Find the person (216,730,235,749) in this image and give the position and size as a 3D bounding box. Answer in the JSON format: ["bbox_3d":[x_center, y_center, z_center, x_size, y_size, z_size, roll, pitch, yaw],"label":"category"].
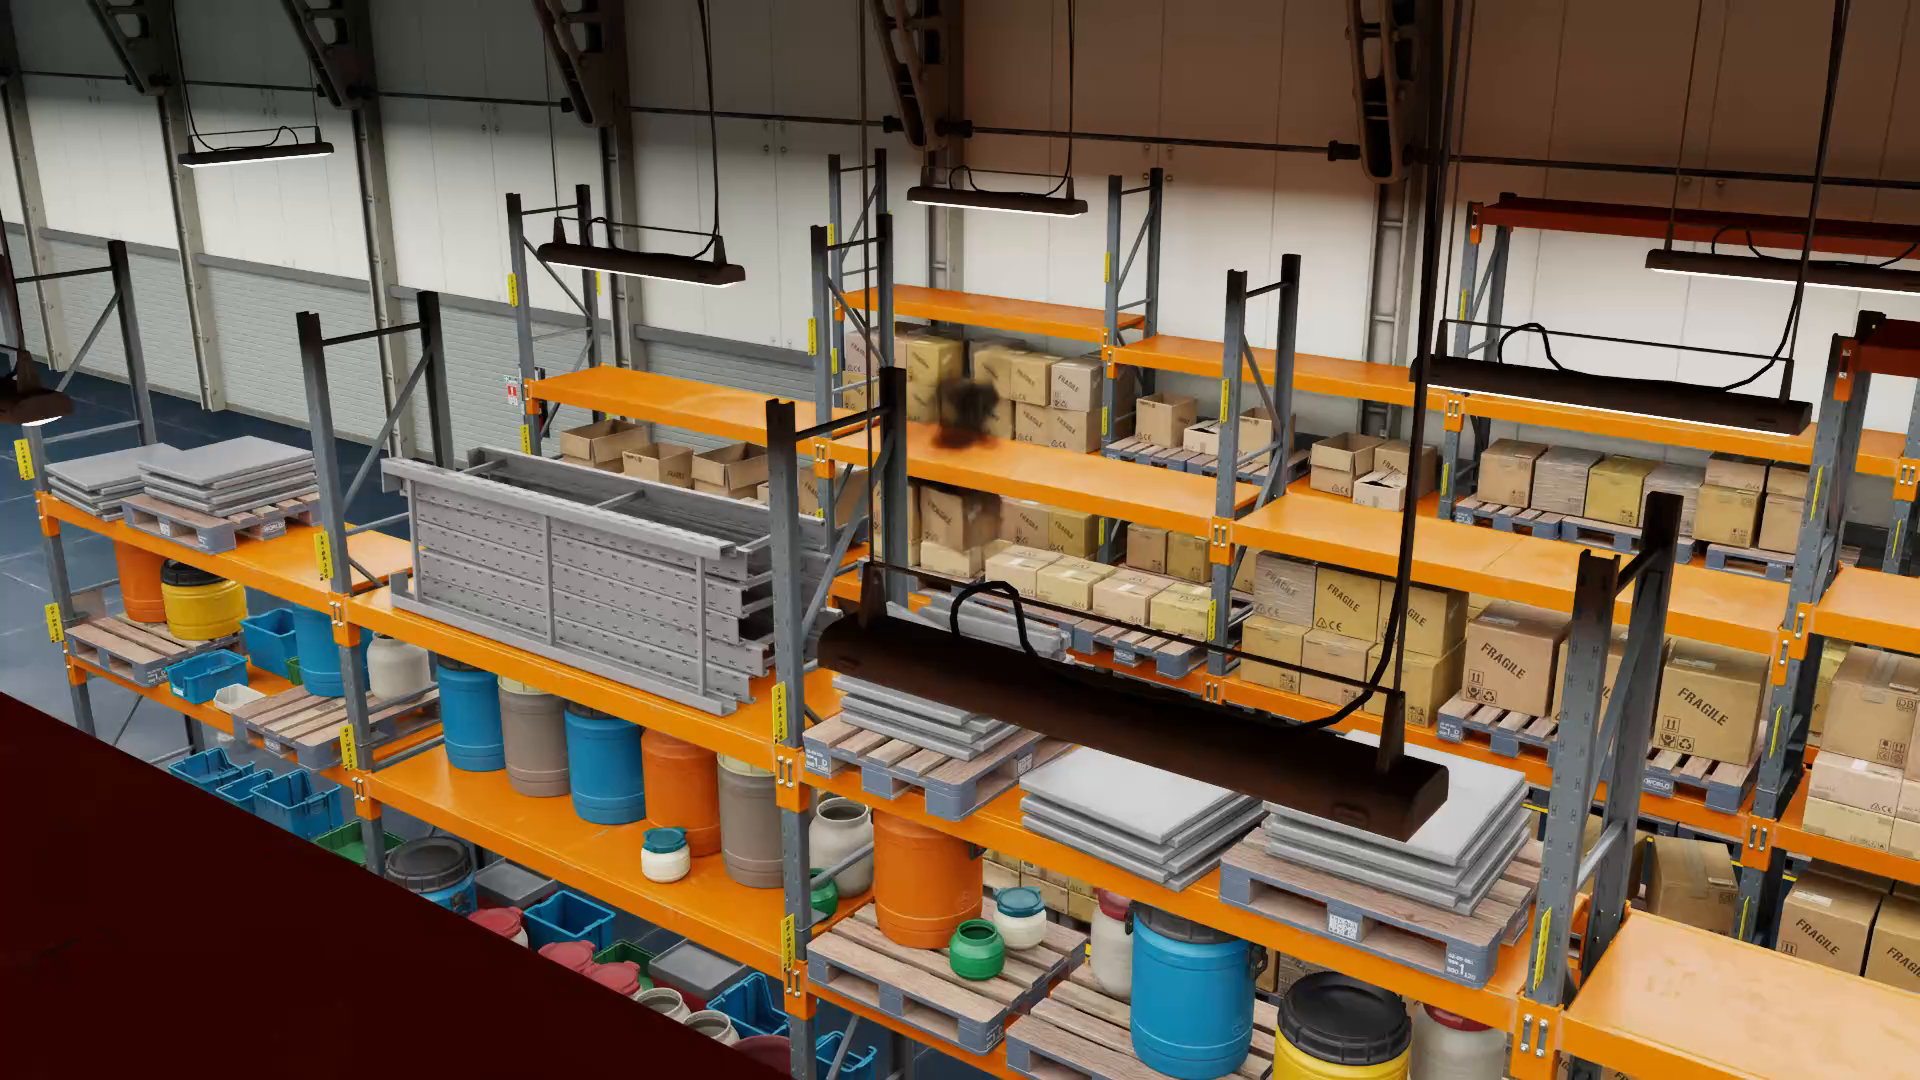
[{"bbox_3d":[-7.871,1.397,18.090,0.836,1.846,0.661,-9,21,-25],"label":"person"}]
